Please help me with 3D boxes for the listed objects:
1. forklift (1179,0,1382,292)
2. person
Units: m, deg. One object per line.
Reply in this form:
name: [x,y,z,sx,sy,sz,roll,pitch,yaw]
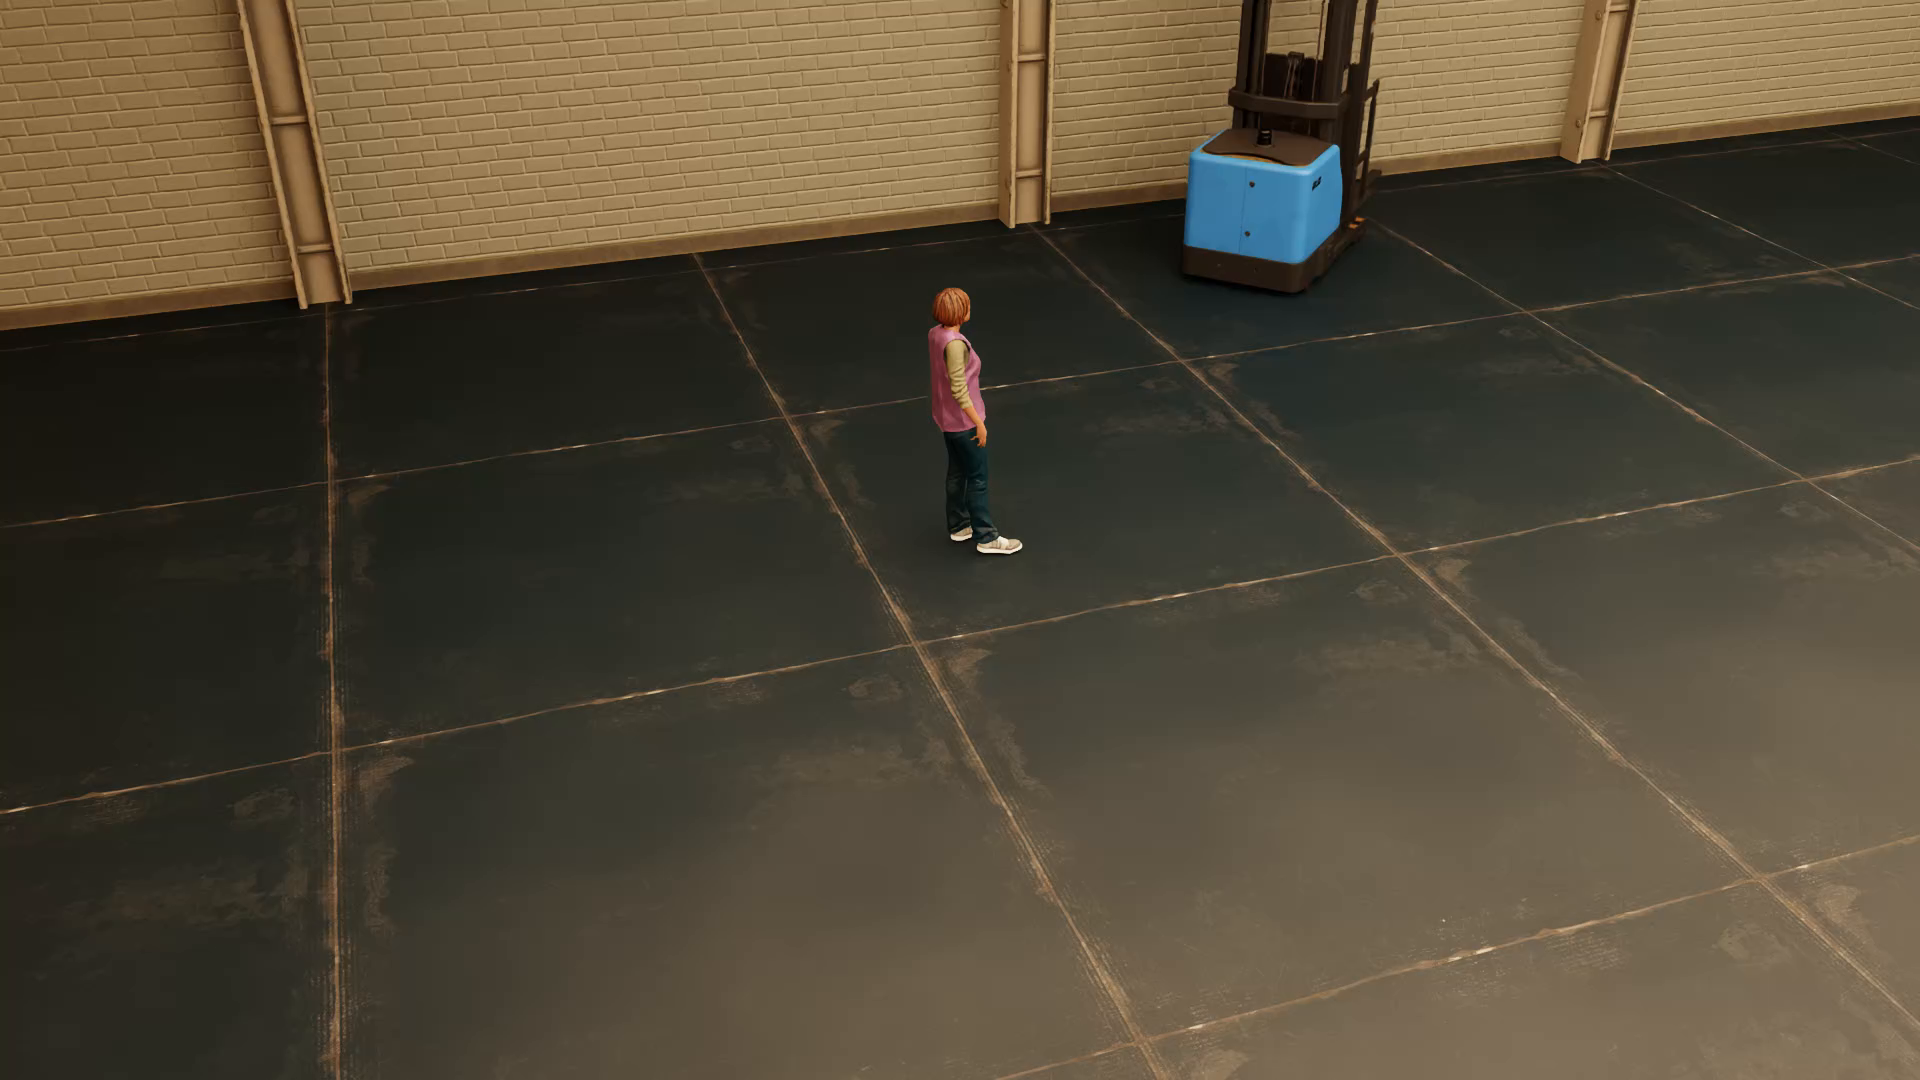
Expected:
forklift: [2.952,-3.962,13.973,1.130,2.935,3.031,15,33,24]
person: [0.074,-0.704,9.633,0.476,1.597,0.520,-10,31,-16]
